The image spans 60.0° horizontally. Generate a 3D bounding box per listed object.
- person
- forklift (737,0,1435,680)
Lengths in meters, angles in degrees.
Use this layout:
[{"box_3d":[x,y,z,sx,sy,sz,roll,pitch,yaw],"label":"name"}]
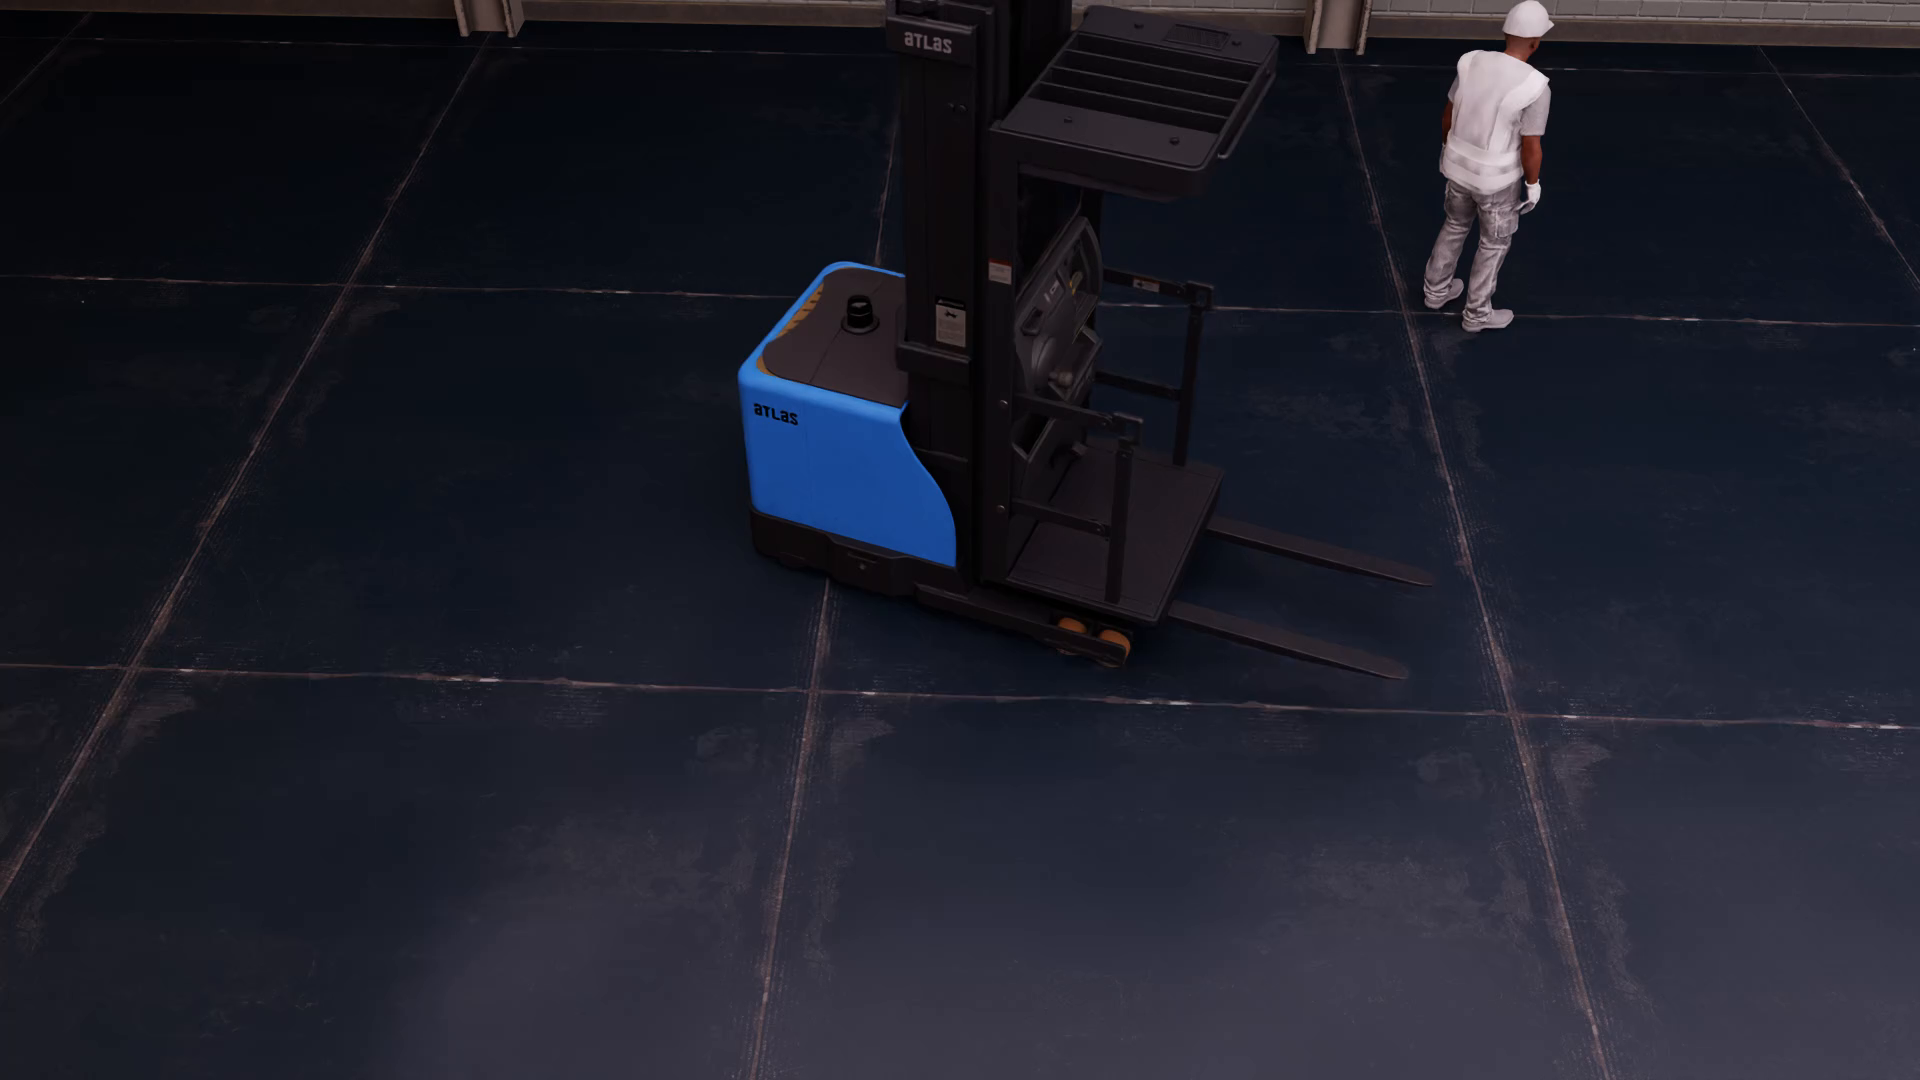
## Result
[{"box_3d":[2.779,-1.951,8.742,0.451,1.772,0.623,-26,49,-26],"label":"person"},{"box_3d":[0.592,-0.933,6.764,3.031,2.935,1.130,15,45,16],"label":"forklift"}]
